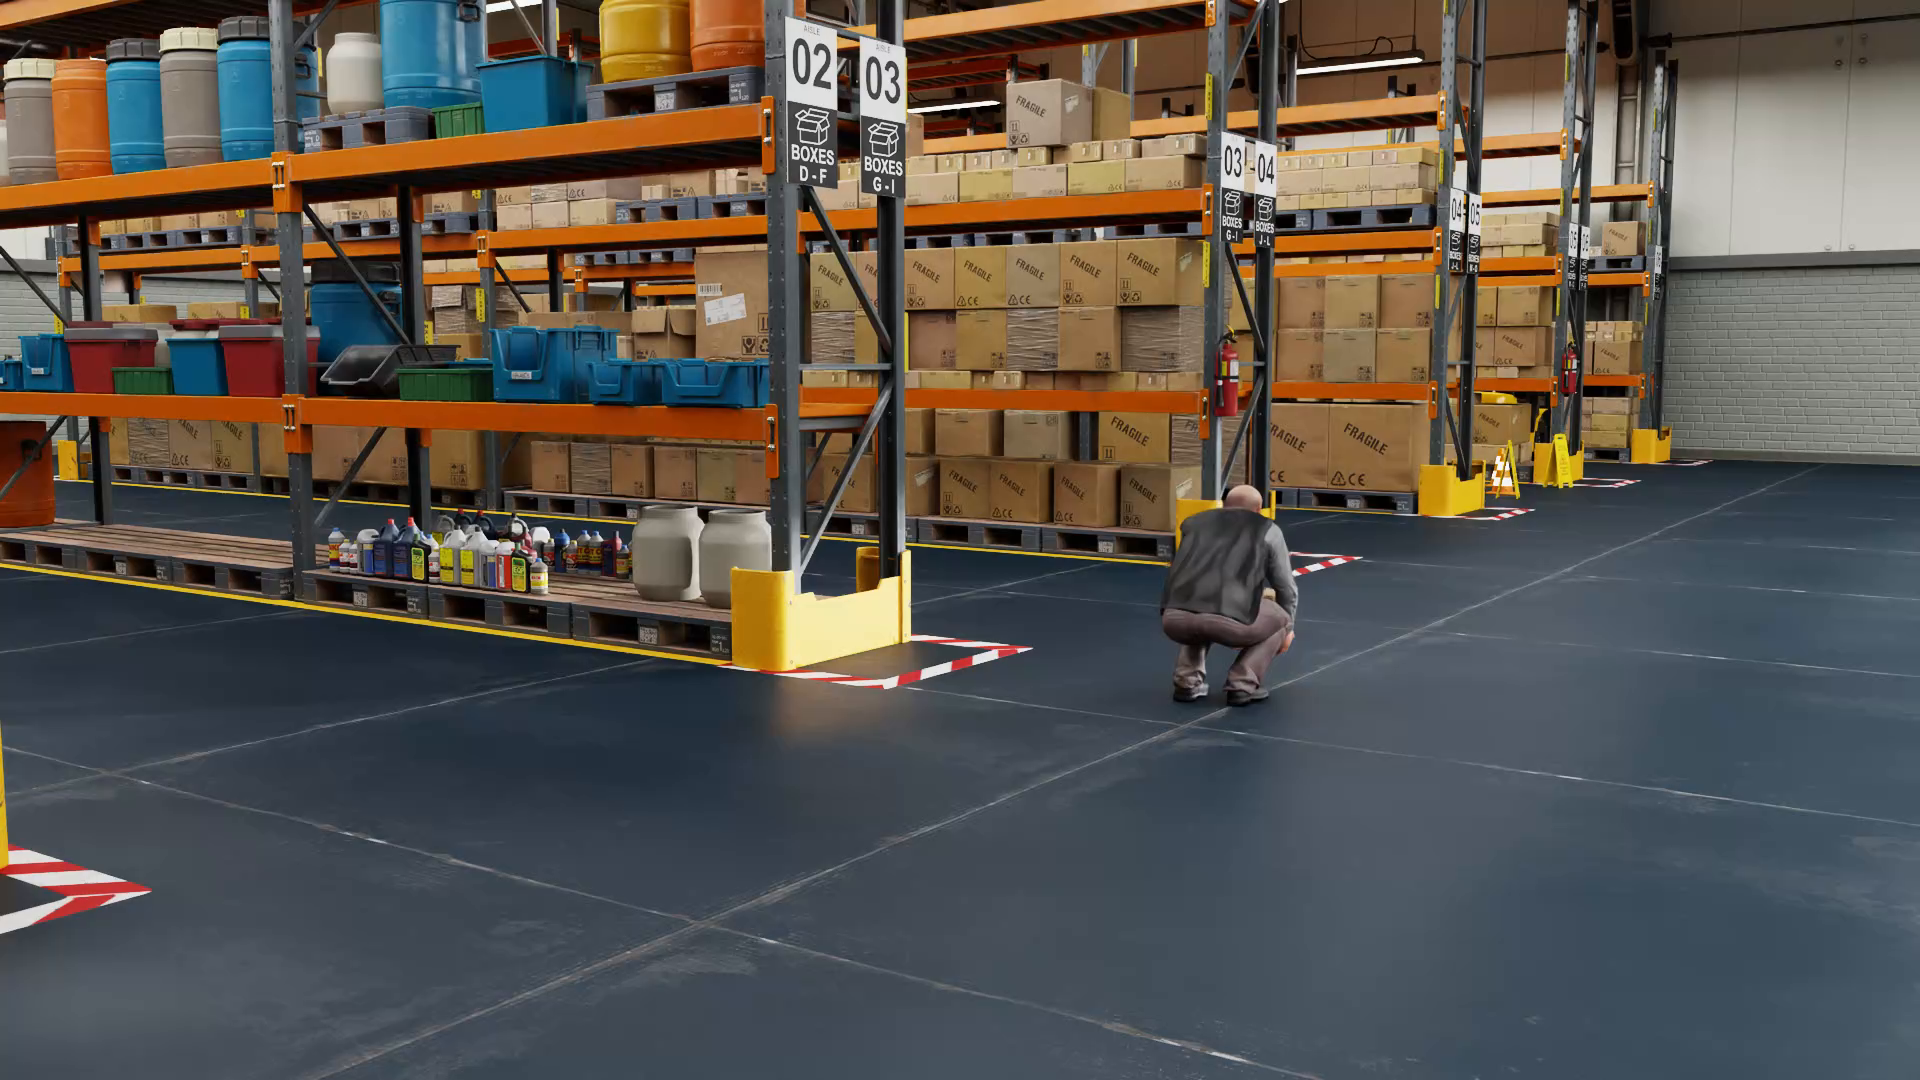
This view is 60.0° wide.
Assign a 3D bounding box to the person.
[{"bbox_3d":[1.232,0.246,7.653,0.534,0.967,0.851,4,8,34],"label":"person"}]
